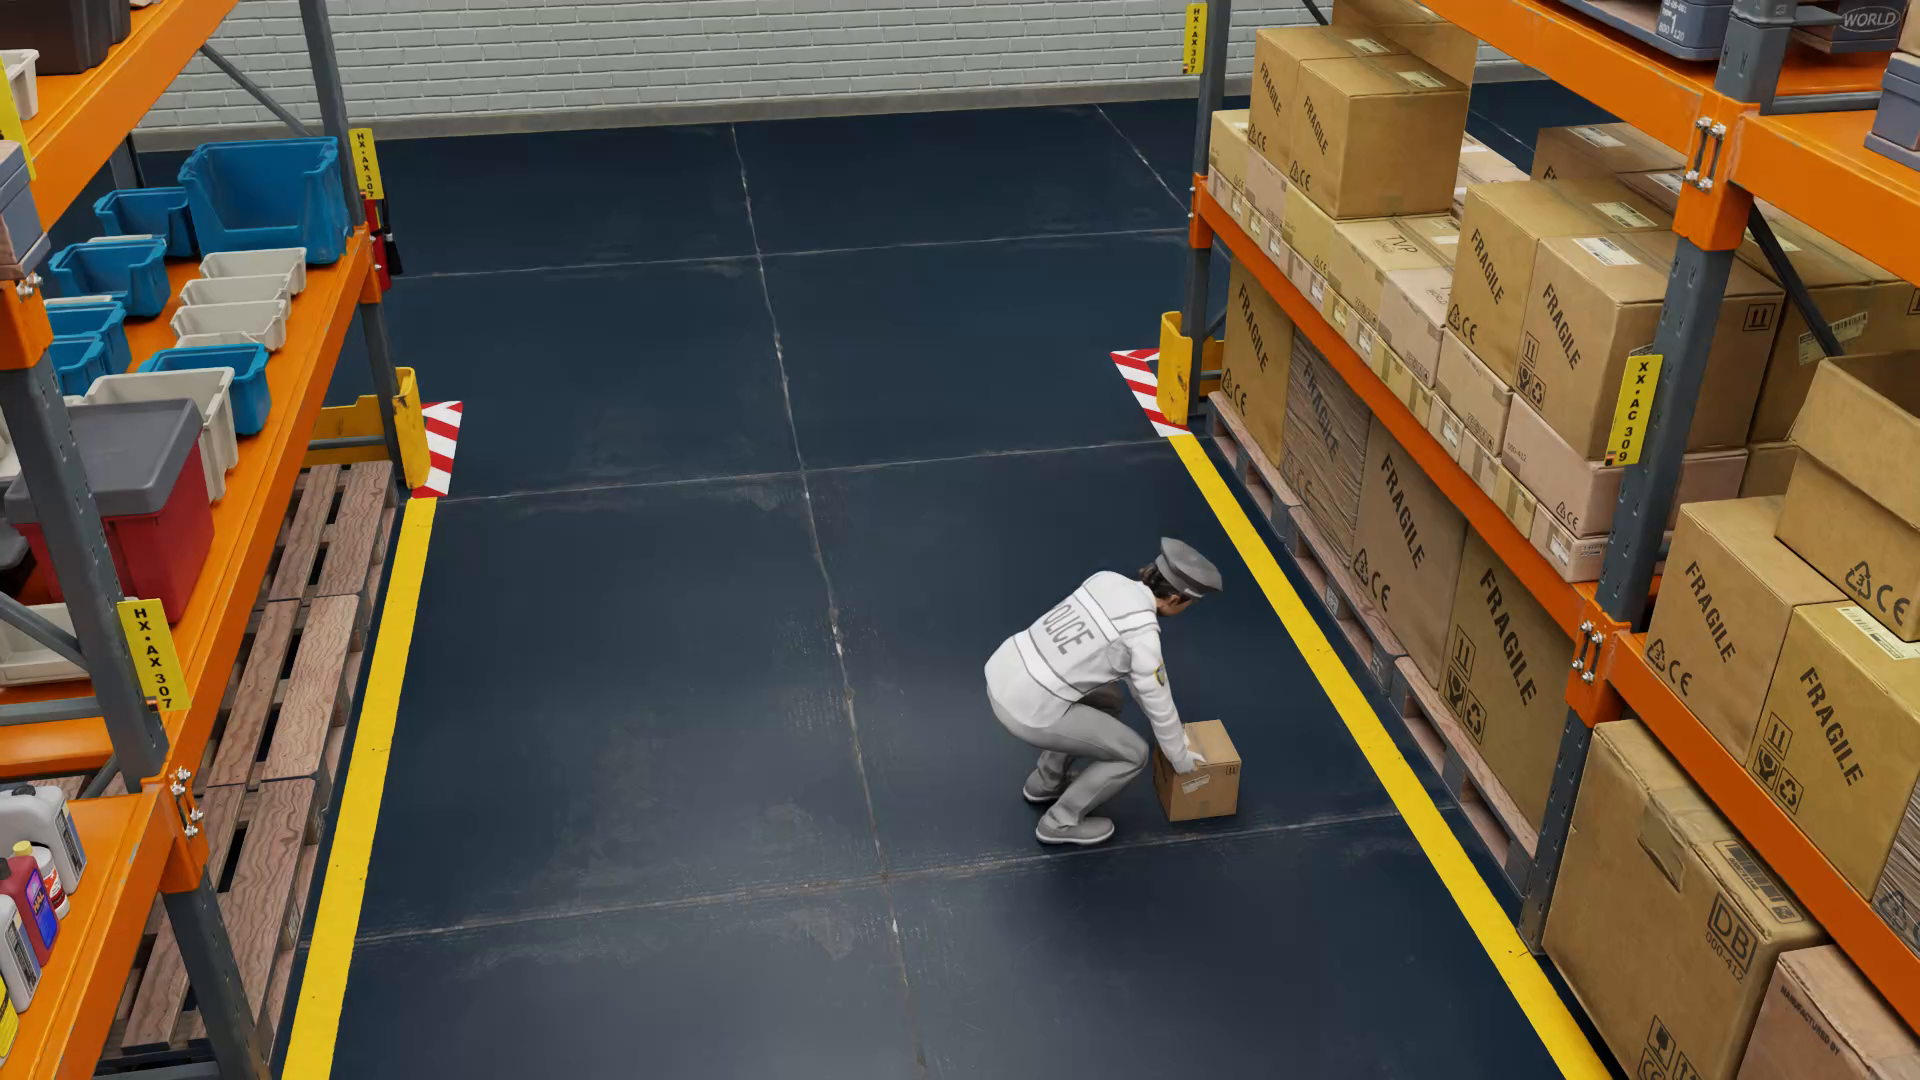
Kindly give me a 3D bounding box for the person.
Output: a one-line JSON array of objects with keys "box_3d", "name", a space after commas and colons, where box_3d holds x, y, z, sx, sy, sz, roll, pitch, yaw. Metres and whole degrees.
[{"box_3d": [0.496, 0.514, 5.852, 0.827, 1.075, 0.506, -5, 31, -9], "name": "person"}]
